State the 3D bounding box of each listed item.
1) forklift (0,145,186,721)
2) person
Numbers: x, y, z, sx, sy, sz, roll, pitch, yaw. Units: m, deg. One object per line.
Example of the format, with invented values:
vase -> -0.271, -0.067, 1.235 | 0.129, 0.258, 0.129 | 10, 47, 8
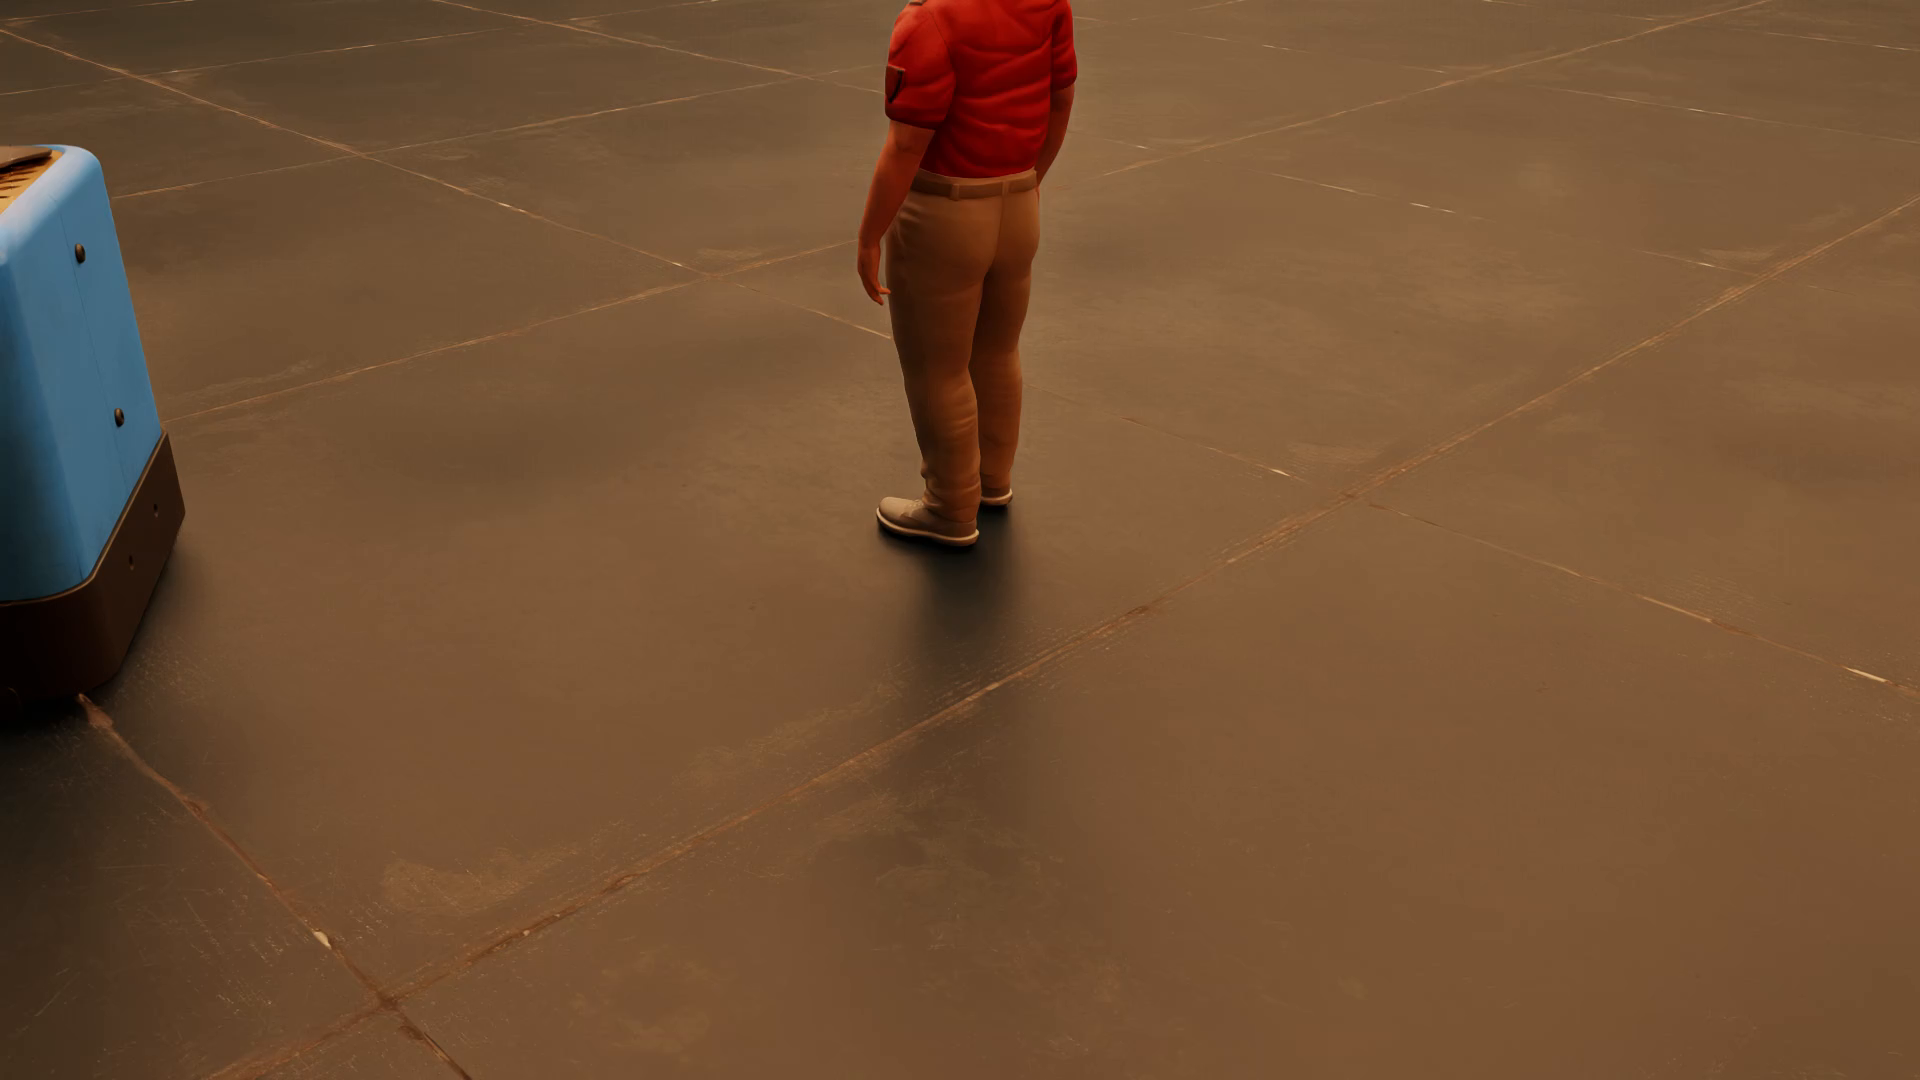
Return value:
forklift -> -3.482, -0.985, 3.223 | 3.031, 2.935, 1.130 | -6, 27, -12
person -> -0.055, -0.814, 4.224 | 0.640, 1.727, 0.551 | -24, 35, -39
